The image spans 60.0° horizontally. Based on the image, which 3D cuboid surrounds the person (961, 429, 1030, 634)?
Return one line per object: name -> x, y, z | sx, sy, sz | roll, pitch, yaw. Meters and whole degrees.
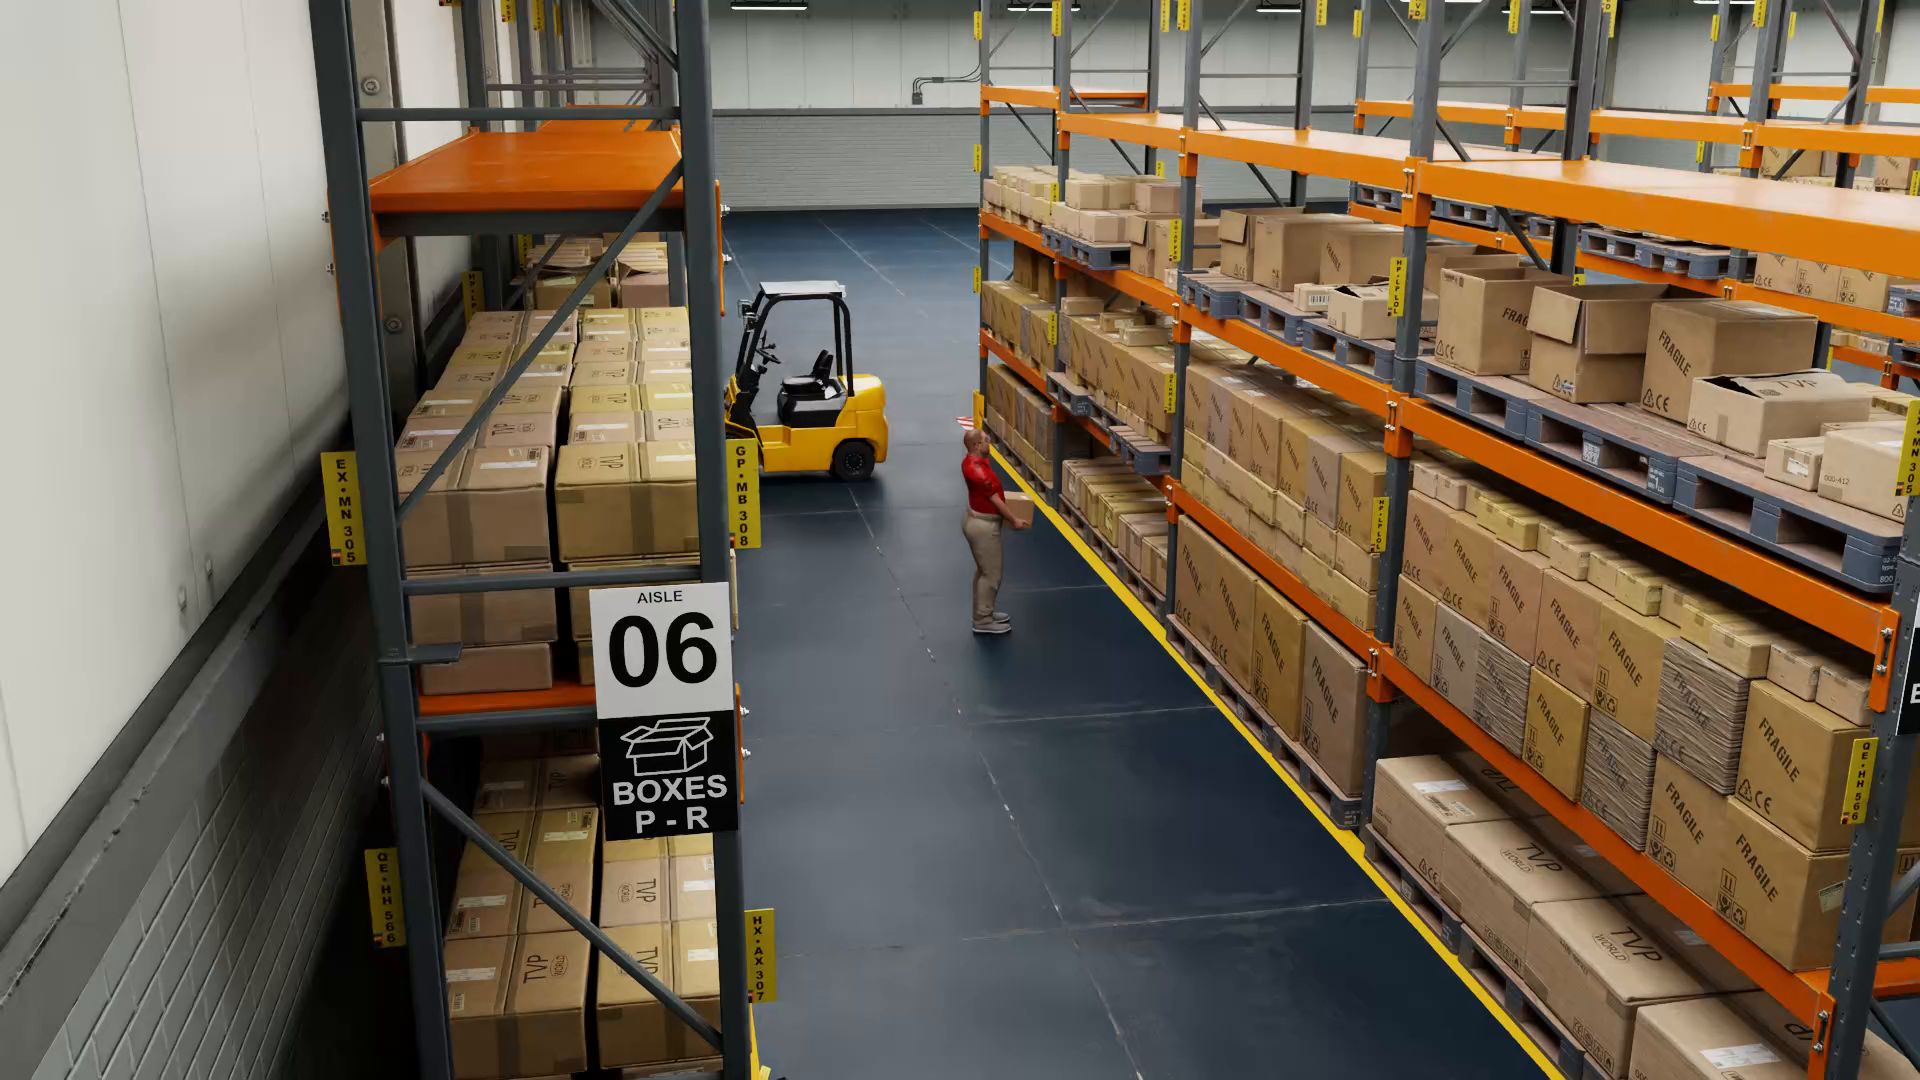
person -> 0.288, -0.095, 13.913 | 0.537, 1.712, 0.493 | -3, 17, -10
